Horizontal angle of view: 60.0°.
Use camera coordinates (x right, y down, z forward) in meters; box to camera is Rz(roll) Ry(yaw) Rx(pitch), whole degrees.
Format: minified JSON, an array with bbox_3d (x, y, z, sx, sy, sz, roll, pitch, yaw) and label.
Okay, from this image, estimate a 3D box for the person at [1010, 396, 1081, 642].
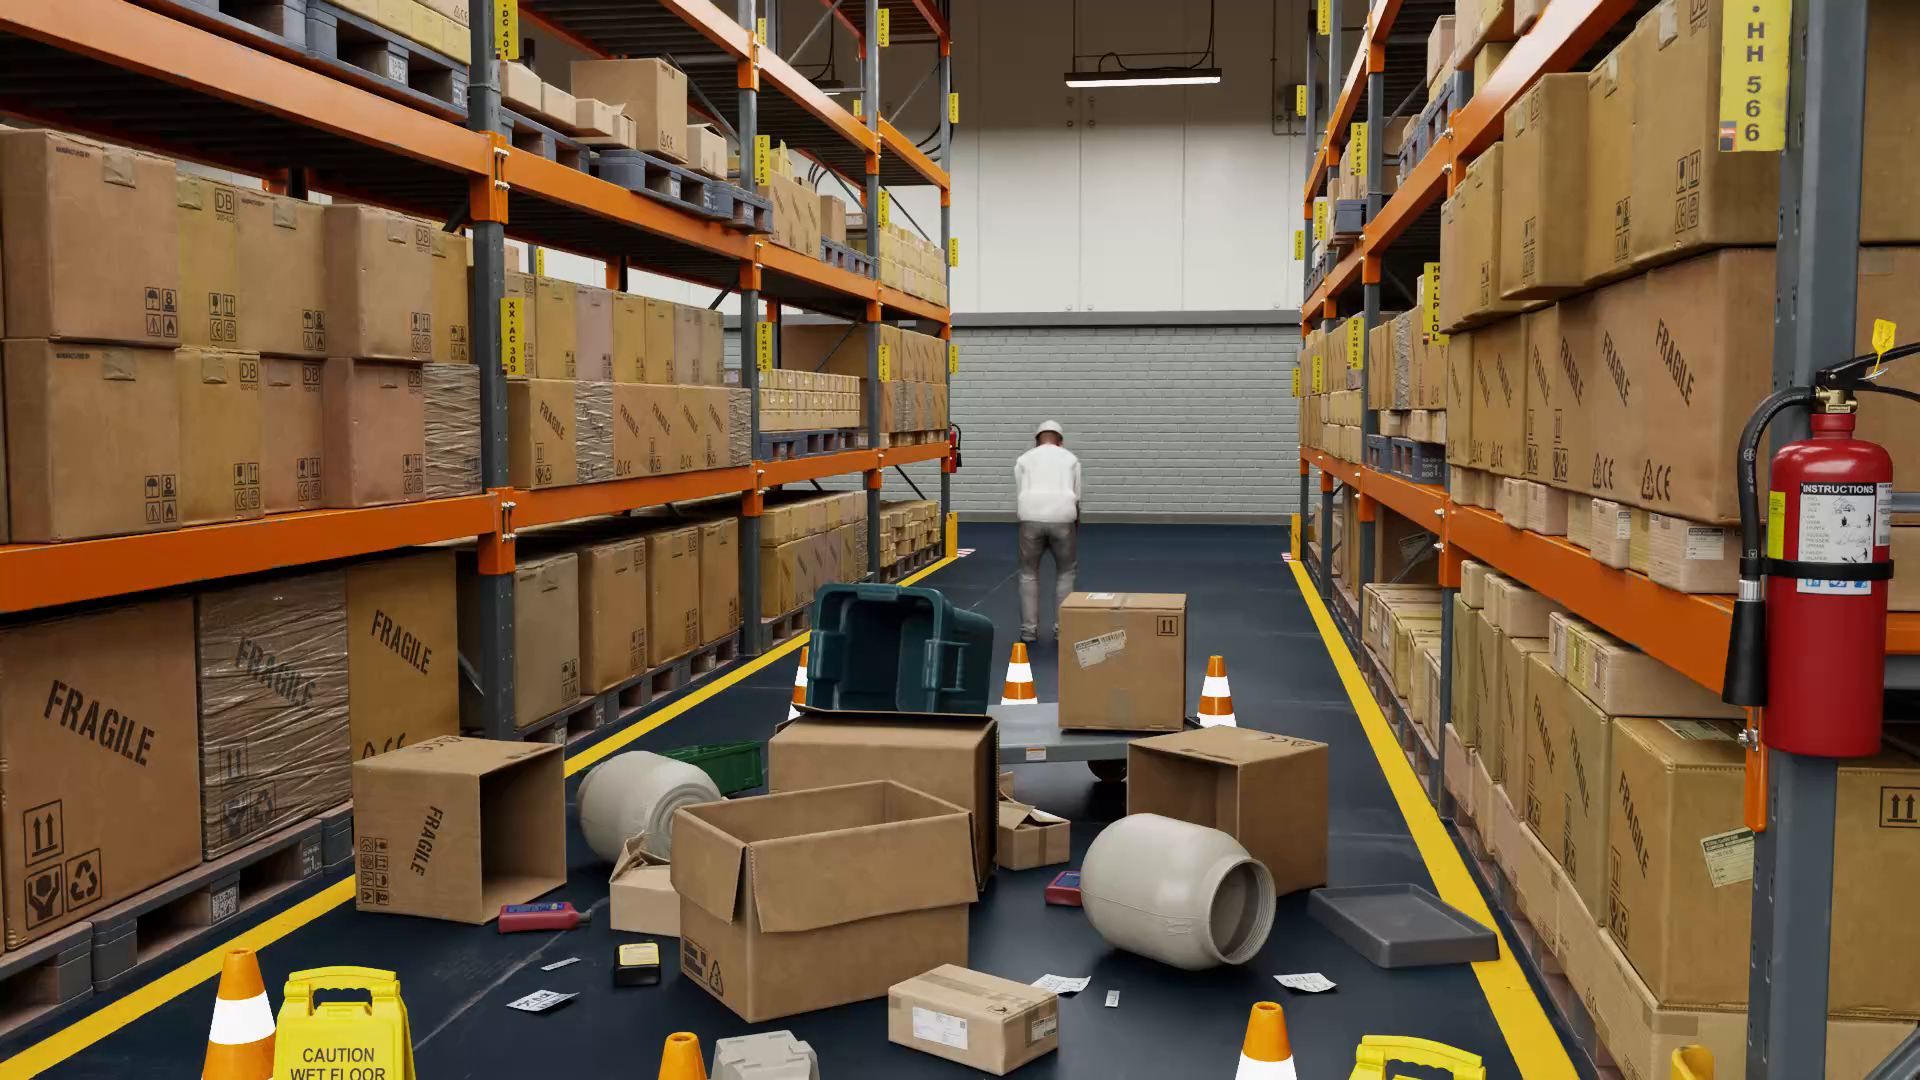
[{"bbox_3d":[0.627,-0.160,12.068,0.505,1.763,0.562,1,4,8],"label":"person"}]
